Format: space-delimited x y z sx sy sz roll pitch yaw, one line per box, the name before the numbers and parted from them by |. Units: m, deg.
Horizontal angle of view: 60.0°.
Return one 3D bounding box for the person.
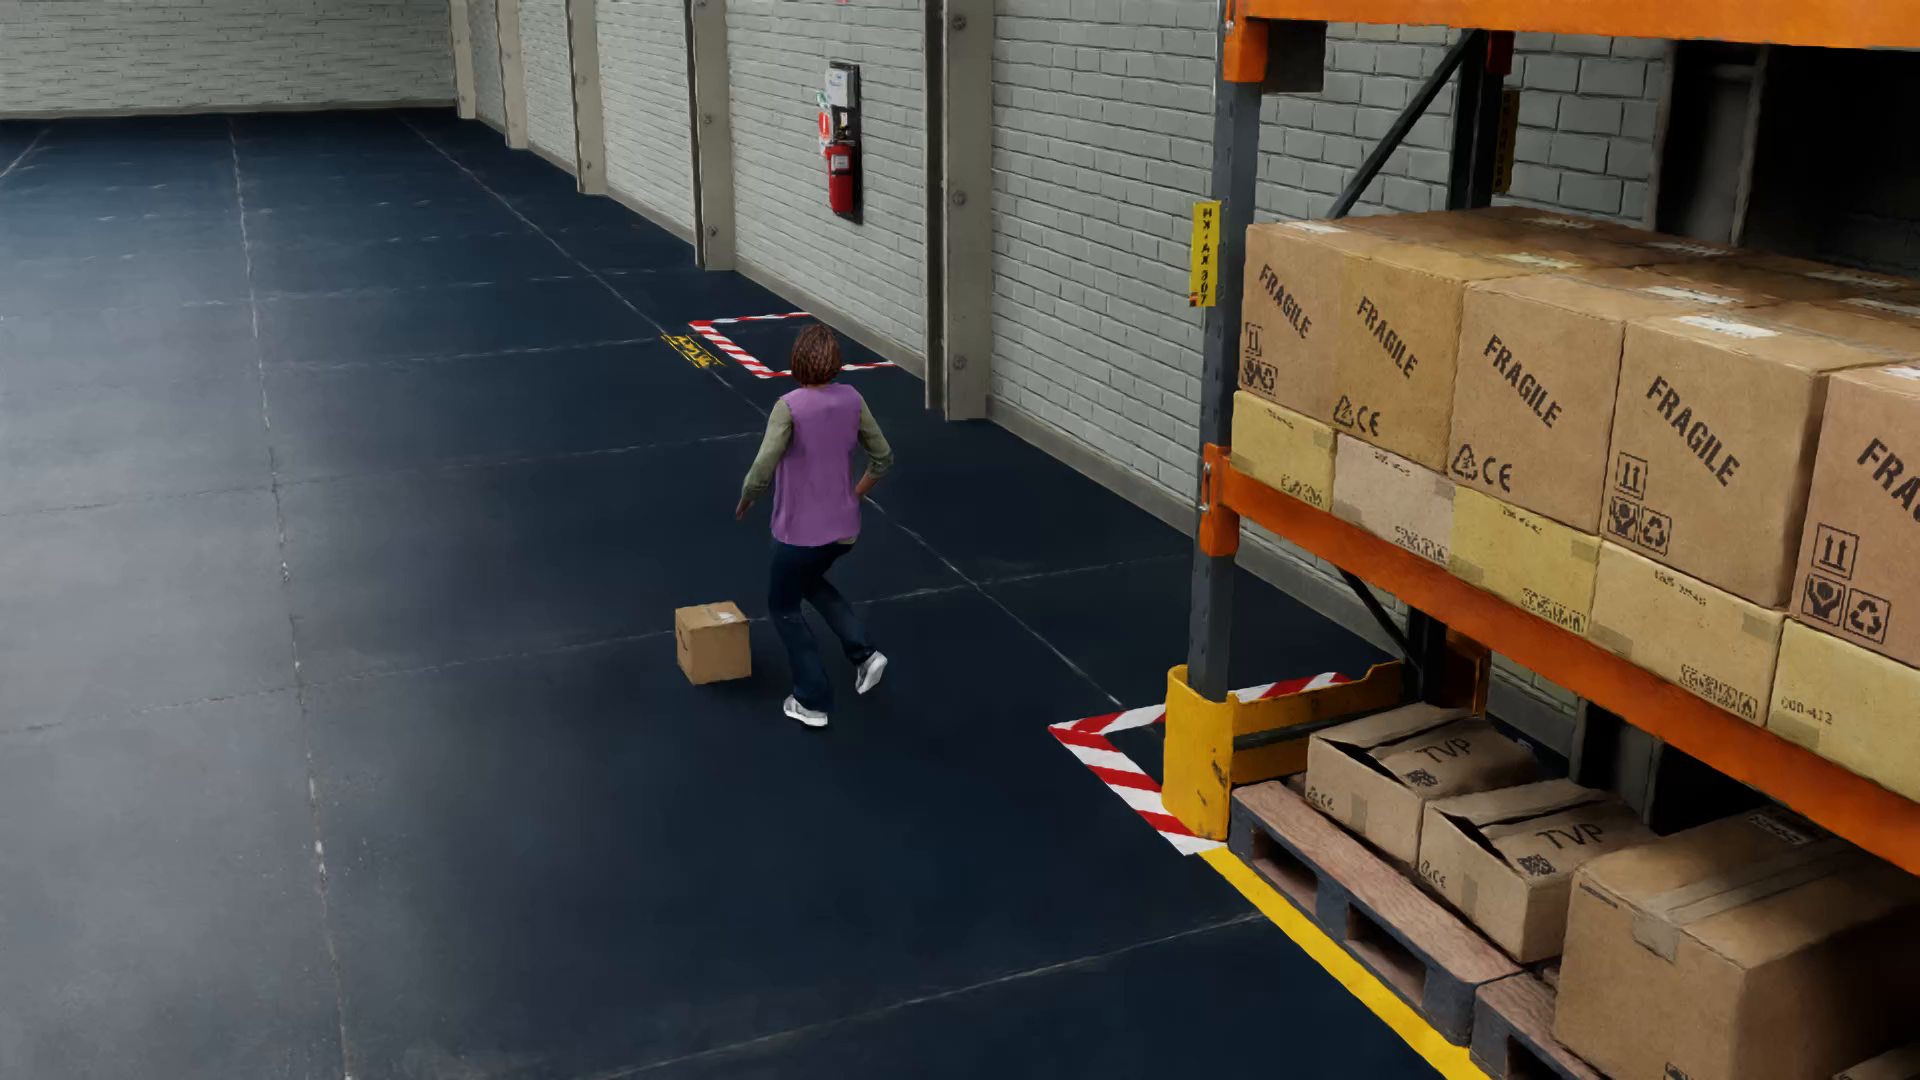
person | -0.584 -0.042 6.251 0.439 1.567 0.585 18 26 42
